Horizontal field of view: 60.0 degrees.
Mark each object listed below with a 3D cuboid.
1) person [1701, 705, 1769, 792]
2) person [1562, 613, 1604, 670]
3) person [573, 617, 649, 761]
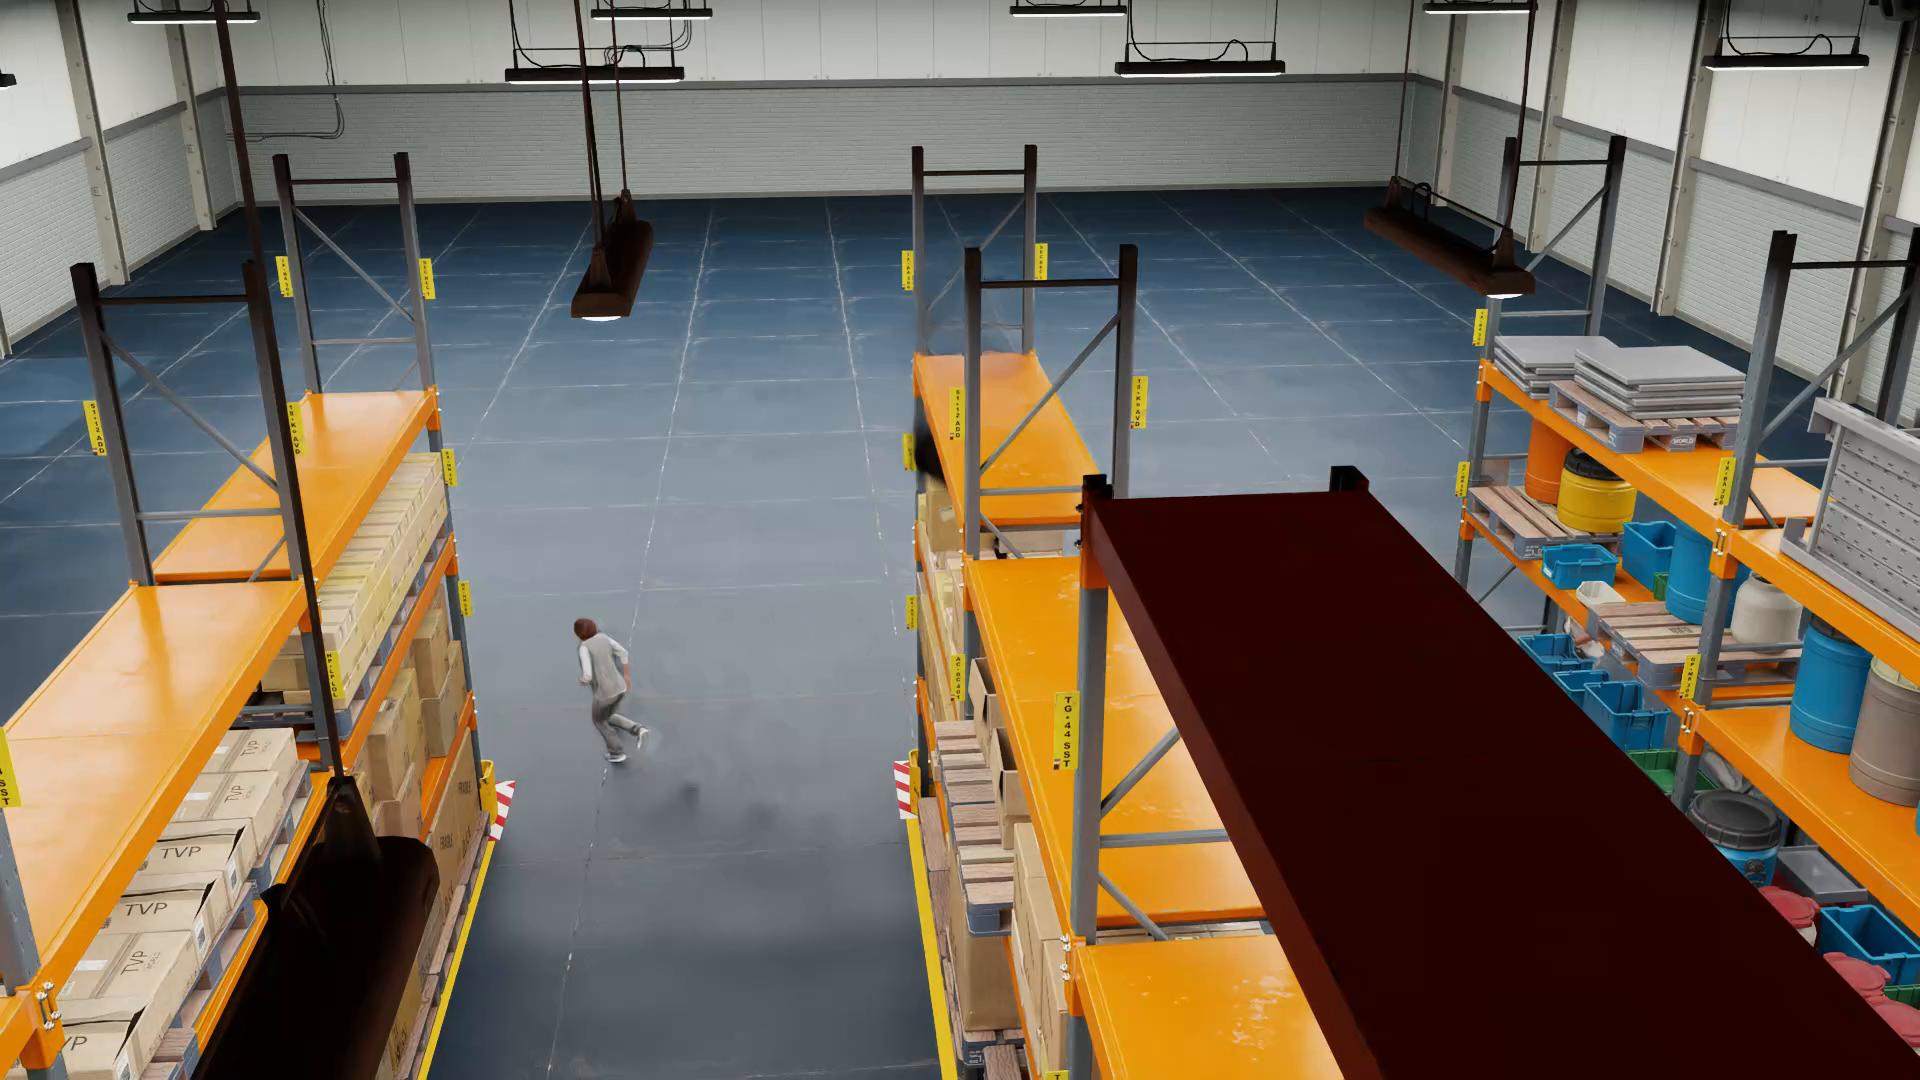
[{"bbox_3d":[7.039,1.690,15.131,0.569,1.657,0.554,-6,22,-14],"label":"person"},{"bbox_3d":[6.241,1.121,16.454,0.765,1.801,0.658,8,23,19],"label":"person"},{"bbox_3d":[-3.327,1.481,15.891,0.719,1.536,0.533,8,23,20],"label":"person"}]
